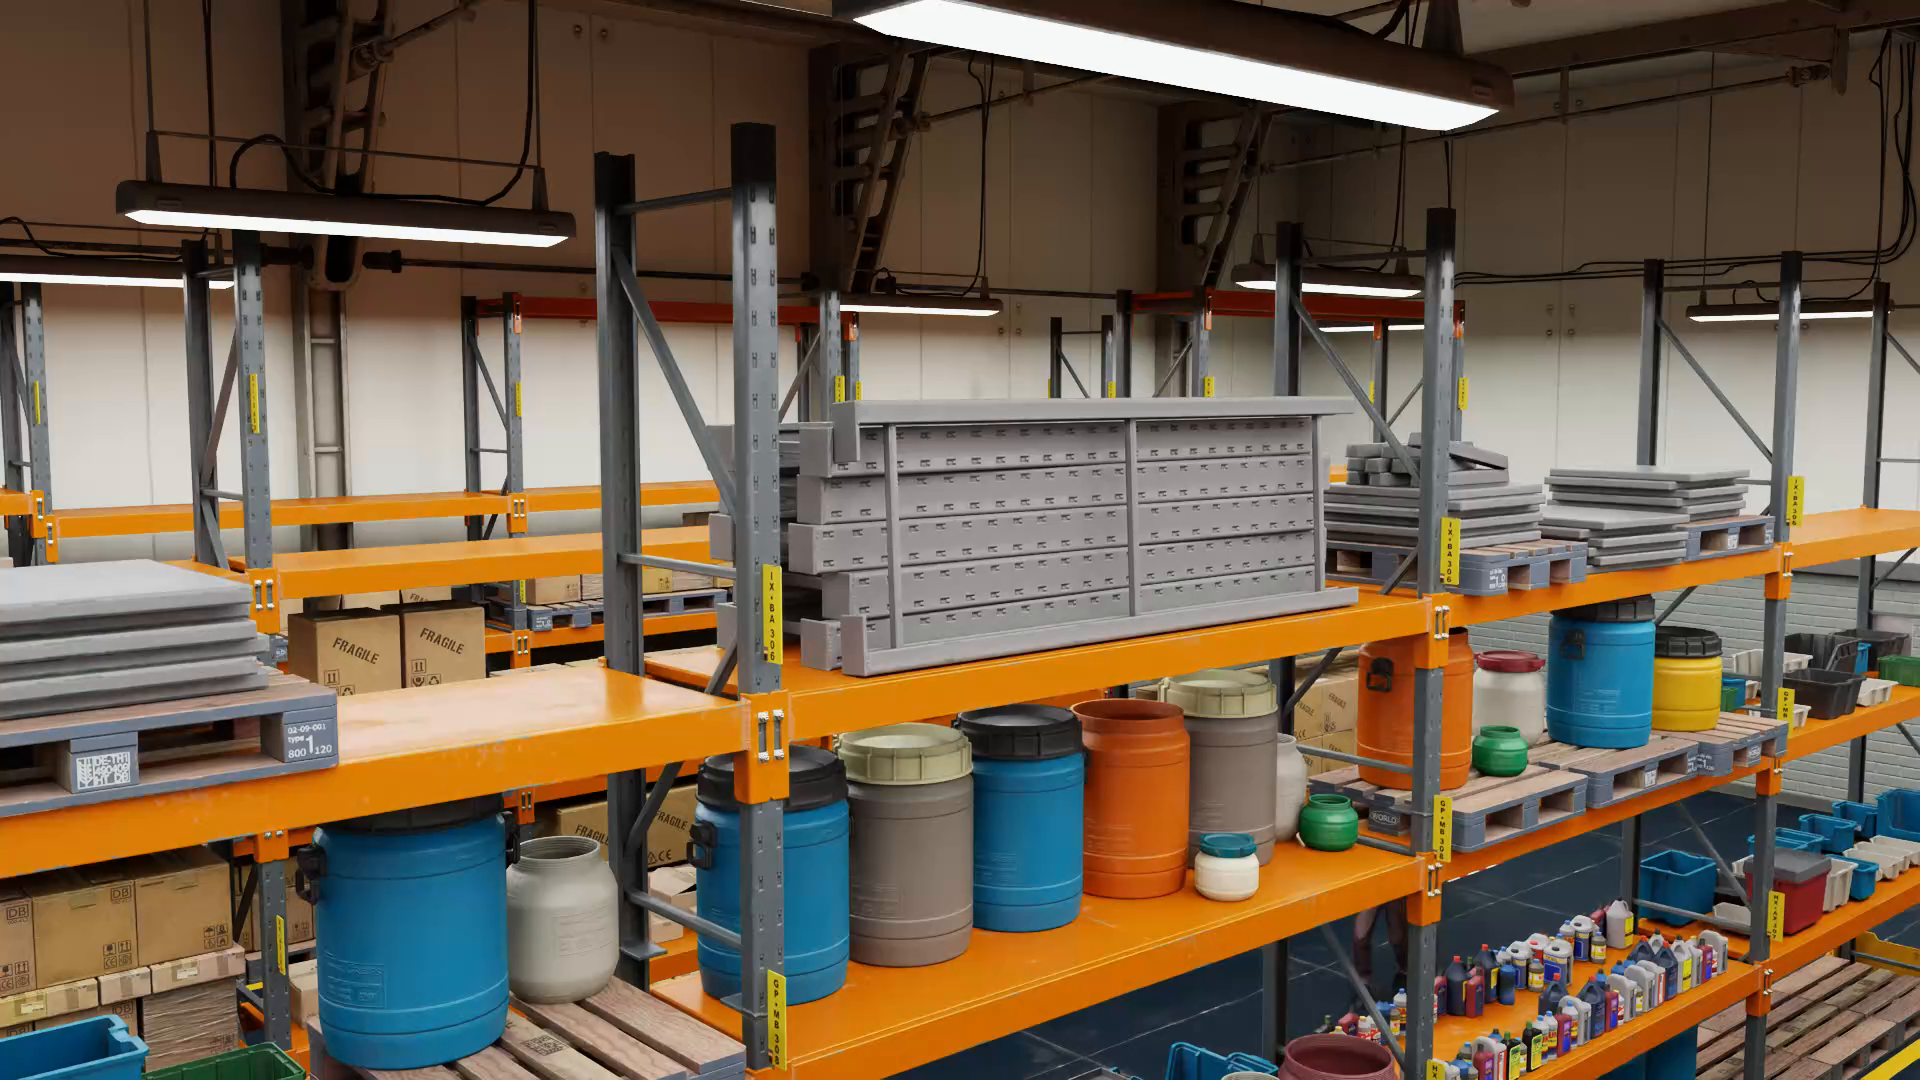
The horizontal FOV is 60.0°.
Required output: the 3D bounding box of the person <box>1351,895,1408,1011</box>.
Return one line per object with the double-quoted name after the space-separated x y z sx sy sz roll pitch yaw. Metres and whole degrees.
3.544 2.998 13.882 0.628 1.781 0.776 4 7 35 "person"
